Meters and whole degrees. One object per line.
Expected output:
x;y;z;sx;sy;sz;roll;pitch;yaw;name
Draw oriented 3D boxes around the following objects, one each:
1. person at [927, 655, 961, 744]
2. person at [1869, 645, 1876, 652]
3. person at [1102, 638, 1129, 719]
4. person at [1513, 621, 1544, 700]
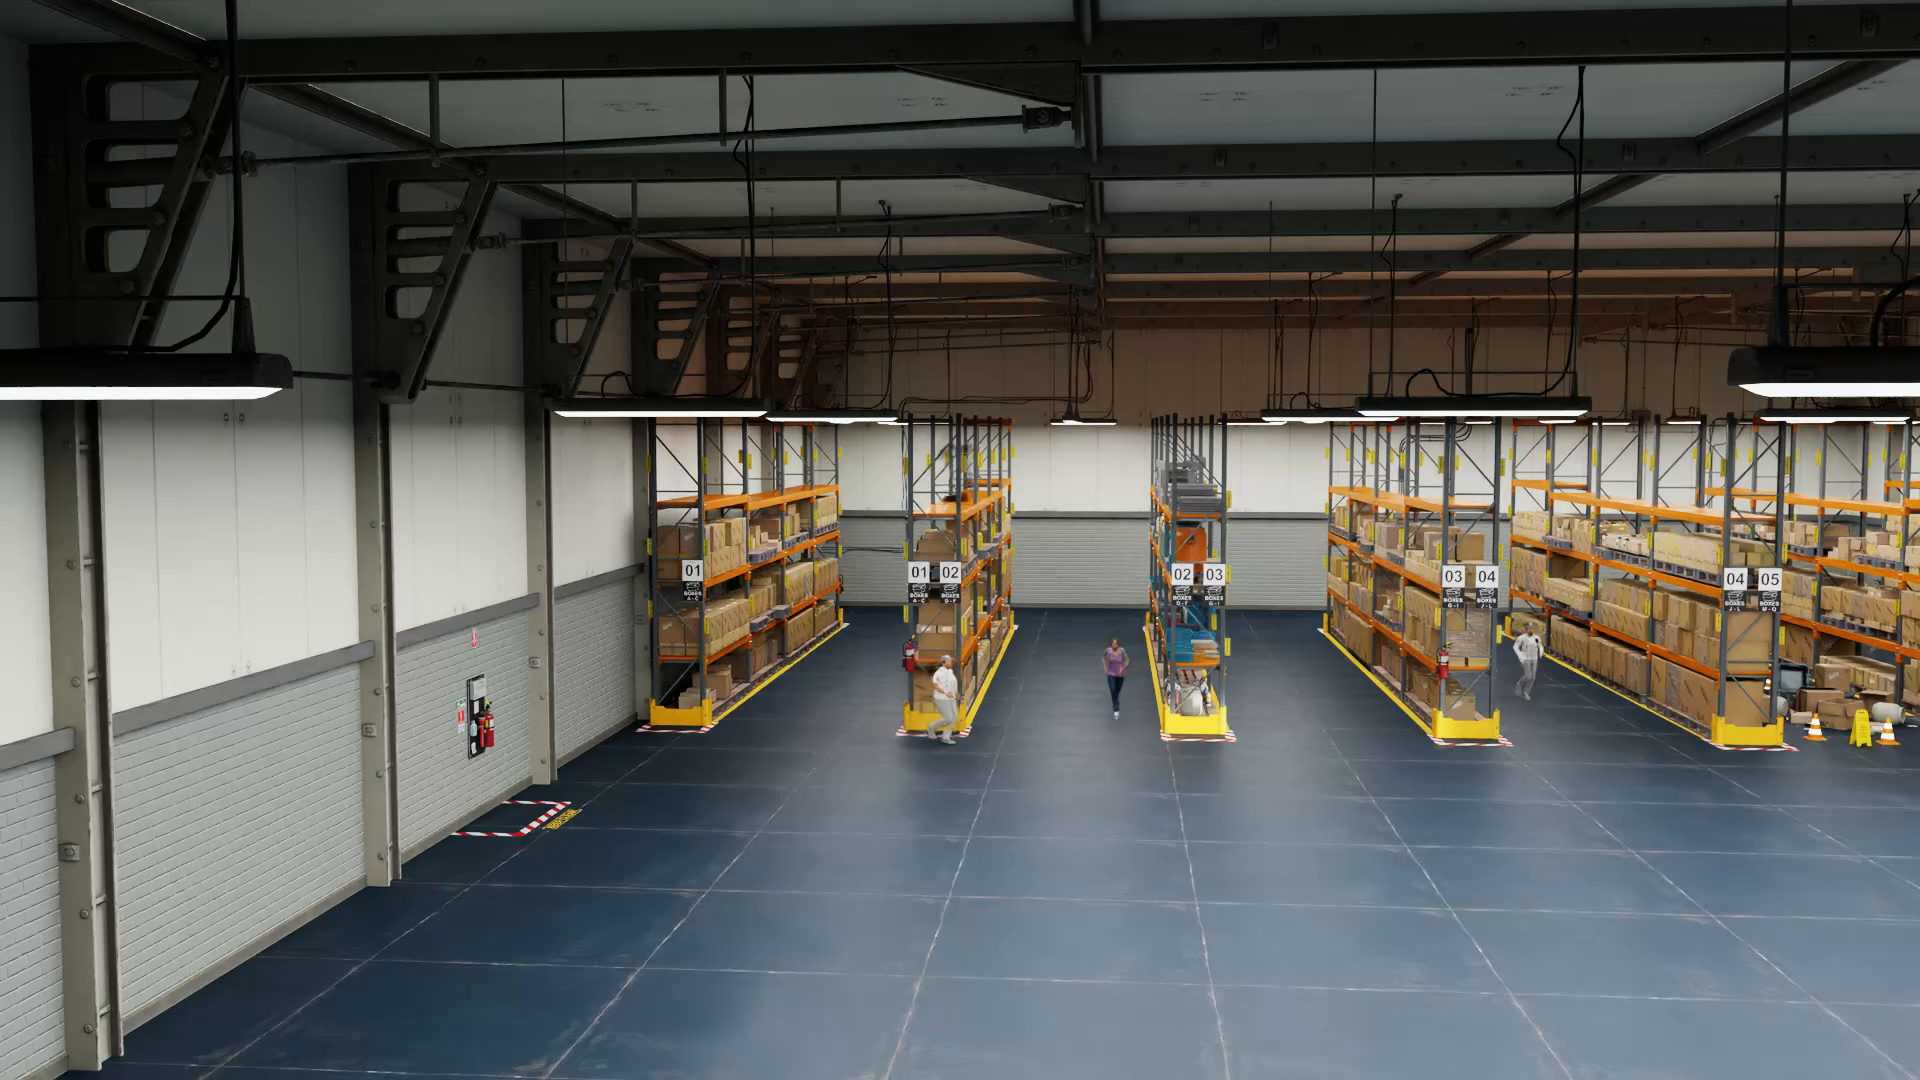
-0.292;2.888;30.181;0.561;1.609;0.595;2;4;29;person
22.612;2.117;41.651;0.574;1.682;0.852;-1;4;-15;person
3.097;2.711;33.177;0.538;1.584;1.001;0;4;2;person
12.017;2.541;35.040;0.604;1.668;0.567;0;4;-3;person
